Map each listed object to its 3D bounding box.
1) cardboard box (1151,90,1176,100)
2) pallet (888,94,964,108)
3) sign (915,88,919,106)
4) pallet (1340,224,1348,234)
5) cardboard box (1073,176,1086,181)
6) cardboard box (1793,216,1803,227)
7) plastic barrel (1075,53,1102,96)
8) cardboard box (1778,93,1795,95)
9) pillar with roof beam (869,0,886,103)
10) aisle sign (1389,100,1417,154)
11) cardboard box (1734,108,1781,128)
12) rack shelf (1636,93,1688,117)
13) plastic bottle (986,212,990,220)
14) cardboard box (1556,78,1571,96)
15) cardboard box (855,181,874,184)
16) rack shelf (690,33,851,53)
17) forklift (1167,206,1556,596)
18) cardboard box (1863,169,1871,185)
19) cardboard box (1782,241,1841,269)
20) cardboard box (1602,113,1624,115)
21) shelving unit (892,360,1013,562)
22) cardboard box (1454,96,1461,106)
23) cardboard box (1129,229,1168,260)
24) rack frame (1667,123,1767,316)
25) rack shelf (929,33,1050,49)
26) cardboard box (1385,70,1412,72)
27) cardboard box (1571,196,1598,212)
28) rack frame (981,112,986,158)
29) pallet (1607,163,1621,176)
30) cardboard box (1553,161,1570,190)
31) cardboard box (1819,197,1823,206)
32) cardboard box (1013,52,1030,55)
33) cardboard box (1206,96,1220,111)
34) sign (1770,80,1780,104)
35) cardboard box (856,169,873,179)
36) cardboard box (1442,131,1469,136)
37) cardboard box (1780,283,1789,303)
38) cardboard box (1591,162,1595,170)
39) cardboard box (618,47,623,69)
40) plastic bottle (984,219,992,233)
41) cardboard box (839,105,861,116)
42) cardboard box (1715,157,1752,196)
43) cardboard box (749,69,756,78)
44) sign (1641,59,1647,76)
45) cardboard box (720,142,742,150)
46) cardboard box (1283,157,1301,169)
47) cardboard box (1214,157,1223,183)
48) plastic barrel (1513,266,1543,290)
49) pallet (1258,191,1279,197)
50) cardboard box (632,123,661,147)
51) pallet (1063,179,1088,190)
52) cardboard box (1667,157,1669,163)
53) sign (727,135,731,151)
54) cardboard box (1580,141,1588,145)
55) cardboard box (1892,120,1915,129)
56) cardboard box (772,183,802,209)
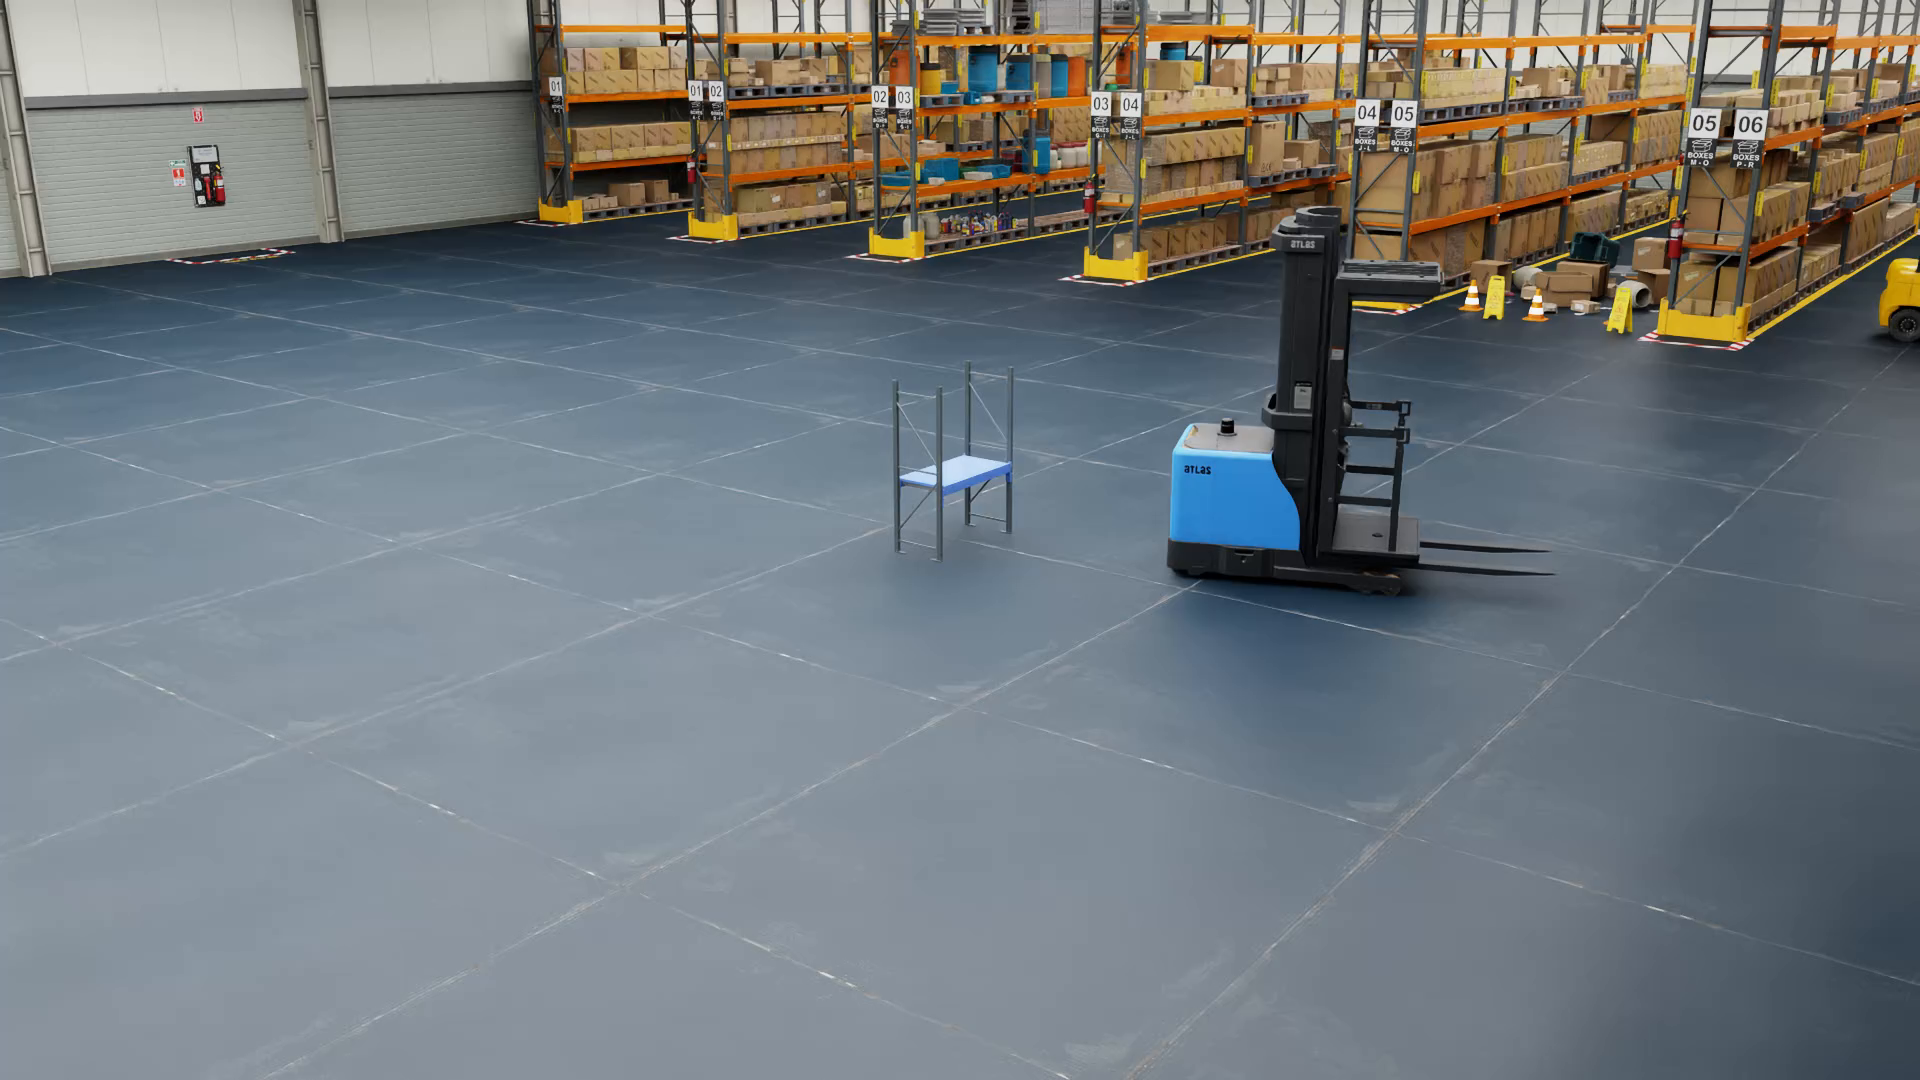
[{"bbox_3d":[3.585,-7.871,29.408,0.380,0.149,0.250,13,22,37],"label":"cardboard box"},{"bbox_3d":[-0.674,-8.514,32.215,1.003,0.211,1.213,12,21,35],"label":"pallet"},{"bbox_3d":[-0.806,-8.330,31.290,0.100,0.325,0.005,12,21,35],"label":"sign"},{"bbox_3d":[8.029,-6.865,36.346,1.003,0.211,1.213,12,21,35],"label":"pallet"},{"bbox_3d":[3.044,-10.192,45.827,0.797,0.503,0.637,12,21,35],"label":"cardboard box"},{"bbox_3d":[12.985,-5.007,26.085,0.380,0.149,0.250,13,21,36],"label":"cardboard box"},{"bbox_3d":[2.858,-10.412,37.163,0.600,0.901,0.600,0,17,0],"label":"plastic barrel"},{"bbox_3d":[11.999,-6.464,24.375,0.380,0.149,0.250,13,21,36],"label":"cardboard box"},{"bbox_3d":[1.128,-14.024,44.584,9.100,9.000,0.400,12,21,35],"label":"pillar with roof beam"},{"bbox_3d":[6.854,-6.388,25.724,0.394,0.787,0.004,12,21,35],"label":"aisle sign"},{"bbox_3d":[11.205,-5.941,23.363,0.500,0.250,0.500,12,21,34],"label":"cardboard box"},{"bbox_3d":[14.997,-9.639,36.734,1.077,0.370,4.000,12,21,35],"label":"rack shelf"},{"bbox_3d":[0.596,-6.853,35.465,0.097,0.271,0.097,0,17,0],"label":"plastic bottle"},{"bbox_3d":[11.041,-8.458,30.989,0.500,0.311,0.500,12,21,35],"label":"cardboard box"},{"bbox_3d":[-2.222,-8.366,39.462,0.500,0.311,0.500,12,21,35],"label":"cardboard box"},{"bbox_3d":[-4.029,-10.675,35.685,1.077,0.370,4.000,12,21,35],"label":"rack shelf"},{"bbox_3d":[3.276,-1.133,13.302,3.031,2.935,1.130,5,18,14],"label":"forklift"},{"bbox_3d":[16.267,-6.638,30.323,0.500,0.250,0.500,13,21,36],"label":"cardboard box"},{"bbox_3d":[15.113,-5.084,29.631,0.950,0.372,0.625,11,20,31],"label":"cardboard box"},{"bbox_3d":[14.172,-9.025,36.245,0.500,0.500,0.500,12,21,33],"label":"cardboard box"},{"bbox_3d":[-0.051,-0.696,14.308,0.538,1.500,1.048,12,21,35],"label":"shelving unit"},{"bbox_3d":[7.869,-7.102,26.898,0.380,0.149,0.250,12,21,34],"label":"cardboard box"},{"bbox_3d":[3.447,-5.418,30.490,0.500,0.500,0.500,-13,22,-36],"label":"cardboard box"},{"bbox_3d":[10.691,-4.365,23.595,1.000,3.000,0.127,12,21,35],"label":"rack frame"},{"bbox_3d":[0.737,-12.580,41.820,1.077,0.370,4.000,12,21,35],"label":"rack shelf"},{"bbox_3d":[7.040,-7.480,26.770,0.380,0.149,0.250,13,21,36],"label":"cardboard box"},{"bbox_3d":[12.635,-6.844,33.820,0.500,0.250,0.500,13,21,35],"label":"cardboard box"},{"bbox_3d":[0.332,-12.553,49.962,1.000,3.000,0.127,12,21,35],"label":"rack frame"},{"bbox_3d":[13.233,-7.826,35.063,1.003,0.211,1.213,12,21,35],"label":"pallet"},{"bbox_3d":[11.370,-7.014,31.957,0.500,0.500,0.500,12,21,35],"label":"cardboard box"},{"bbox_3d":[13.814,-5.532,27.069,0.380,0.149,0.250,13,21,36],"label":"cardboard box"},{"bbox_3d":[1.570,-12.348,43.197,0.600,0.600,0.600,10,20,30],"label":"cardboard box"},{"bbox_3d":[4.435,-8.031,30.593,0.500,0.250,0.500,12,21,34],"label":"cardboard box"},{"bbox_3d":[11.127,-6.119,22.712,0.100,0.325,0.005,12,21,35],"label":"sign"},{"bbox_3d":[-2.862,-10.384,45.895,0.750,0.750,0.750,13,22,36],"label":"cardboard box"},{"bbox_3d":[12.187,-10.193,40.850,0.500,0.500,0.500,13,21,35],"label":"cardboard box"},{"bbox_3d":[12.629,-3.889,25.988,0.500,0.250,0.500,12,21,33],"label":"cardboard box"},{"bbox_3d":[12.639,-7.589,33.692,0.380,0.149,0.250,13,21,35],"label":"cardboard box"},{"bbox_3d":[-8.221,-11.222,38.731,0.500,0.500,0.500,12,21,35],"label":"cardboard box"},{"bbox_3d":[0.579,-6.489,34.284,0.152,0.276,0.135,13,21,36],"label":"plastic bottle"},{"bbox_3d":[-3.044,-11.639,45.048,0.500,0.250,0.500,12,21,34],"label":"cardboard box"},{"bbox_3d":[11.128,-5.312,24.288,0.700,0.500,0.500,13,21,35],"label":"cardboard box"},{"bbox_3d":[-4.415,-9.979,35.819,0.500,0.311,0.500,16,23,41],"label":"cardboard box"},{"bbox_3d":[14.254,-9.844,34.645,0.100,0.325,0.005,12,21,35],"label":"sign"},{"bbox_3d":[-4.814,-8.281,34.942,0.380,0.149,0.250,12,21,34],"label":"cardboard box"},{"bbox_3d":[6.722,-7.713,33.895,0.396,0.266,0.258,12,21,33],"label":"cardboard box"},{"bbox_3d":[4.472,-7.050,31.570,0.875,0.500,0.500,12,21,35],"label":"cardboard box"},{"bbox_3d":[9.595,-4.397,28.042,0.421,0.421,0.512,-4,18,-13],"label":"plastic barrel"},{"bbox_3d":[7.766,-9.281,44.128,1.003,0.211,1.213,12,21,35],"label":"pallet"},{"bbox_3d":[-7.453,-9.586,39.362,0.500,0.500,0.500,12,21,33],"label":"cardboard box"},{"bbox_3d":[3.065,-9.849,45.958,1.003,0.211,1.213,12,21,35],"label":"pallet"},{"bbox_3d":[15.906,-8.664,37.862,0.380,0.149,0.250,12,21,34],"label":"cardboard box"},{"bbox_3d":[-4.779,-8.220,34.414,0.100,0.325,0.005,12,21,35],"label":"sign"},{"bbox_3d":[13.040,-8.359,35.167,0.380,0.149,0.250,13,22,36],"label":"cardboard box"},{"bbox_3d":[19.160,-8.447,33.792,0.380,0.149,0.250,12,21,35],"label":"cardboard box"},{"bbox_3d":[-3.827,-7.559,36.542,0.500,0.500,0.500,12,21,35],"label":"cardboard box"}]
